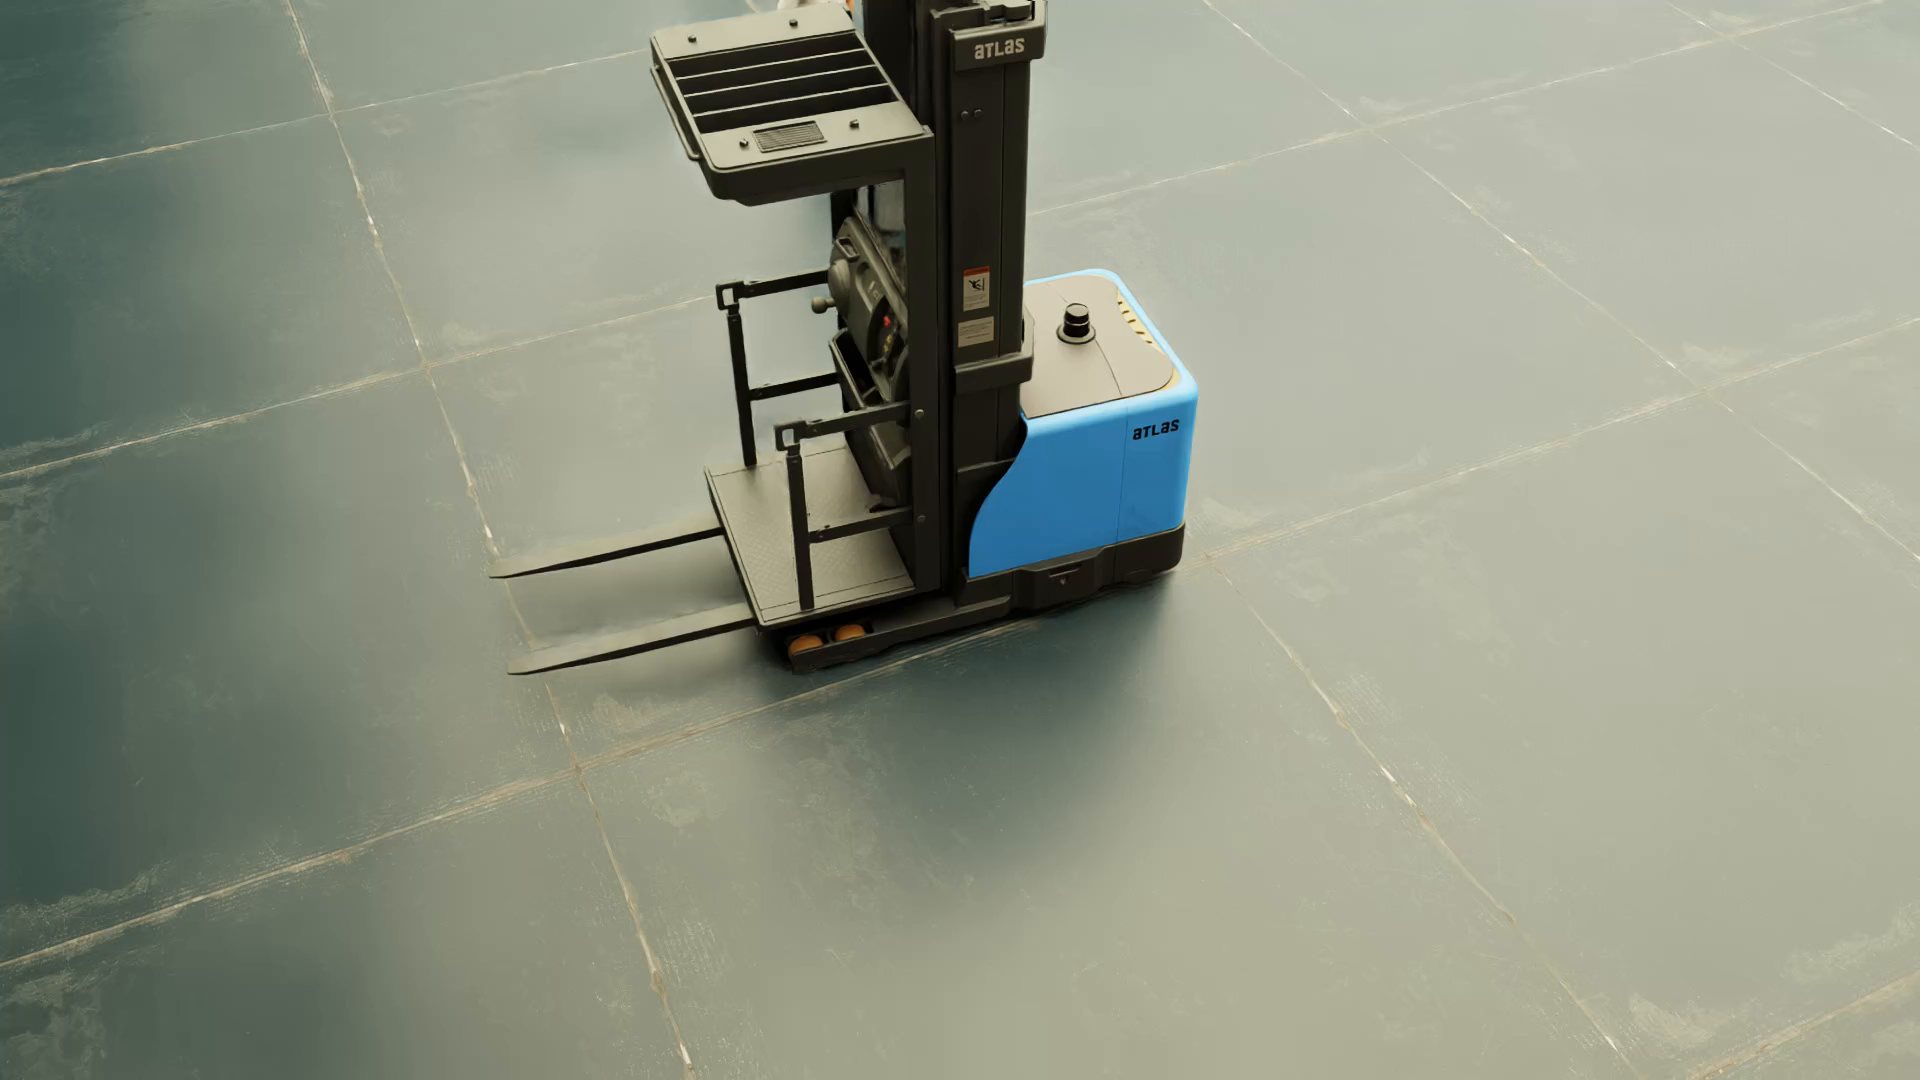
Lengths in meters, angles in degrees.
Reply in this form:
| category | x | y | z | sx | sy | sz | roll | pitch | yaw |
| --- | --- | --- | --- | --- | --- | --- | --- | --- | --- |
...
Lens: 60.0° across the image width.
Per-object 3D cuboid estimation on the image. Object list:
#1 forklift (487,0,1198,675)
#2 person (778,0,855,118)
| category | x | y | z | sx | sy | sz | roll | pitch | yaw |
| --- | --- | --- | --- | --- | --- | --- | --- | --- | --- |
| forklift | -0.557 | -0.906 | 6.651 | 3.031 | 2.935 | 1.130 | -13 | 45 | -14 |
| person | -0.872 | -2.891 | 9.687 | 0.550 | 1.673 | 0.548 | -26 | 49 | -25 |
